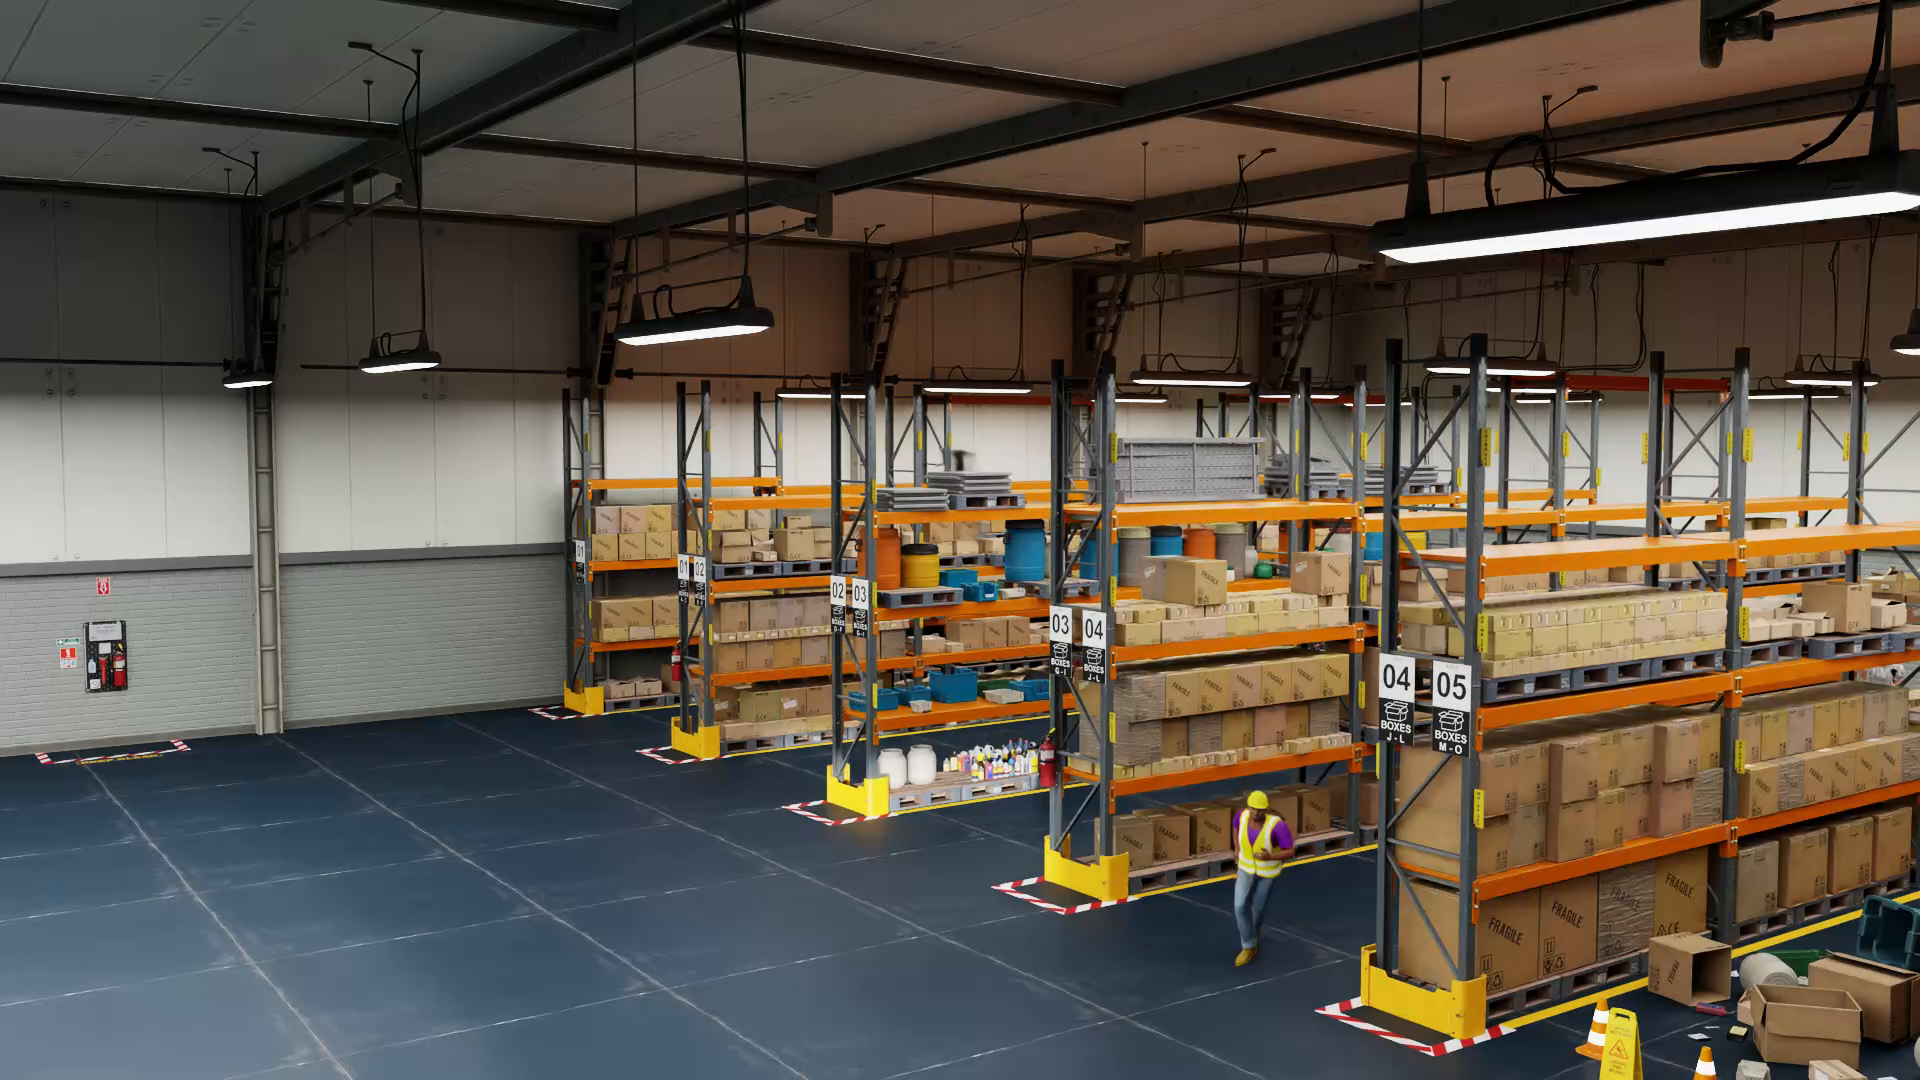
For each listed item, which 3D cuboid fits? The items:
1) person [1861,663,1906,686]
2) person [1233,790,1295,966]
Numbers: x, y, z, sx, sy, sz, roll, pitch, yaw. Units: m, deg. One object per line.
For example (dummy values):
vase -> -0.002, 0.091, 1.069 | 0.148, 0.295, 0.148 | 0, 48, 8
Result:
person -> 15.591, 2.562, 28.159 | 0.643, 1.613, 0.987 | 1, 4, 15
person -> 2.992, 3.269, 16.380 | 0.663, 1.712, 0.868 | 1, 4, 20
